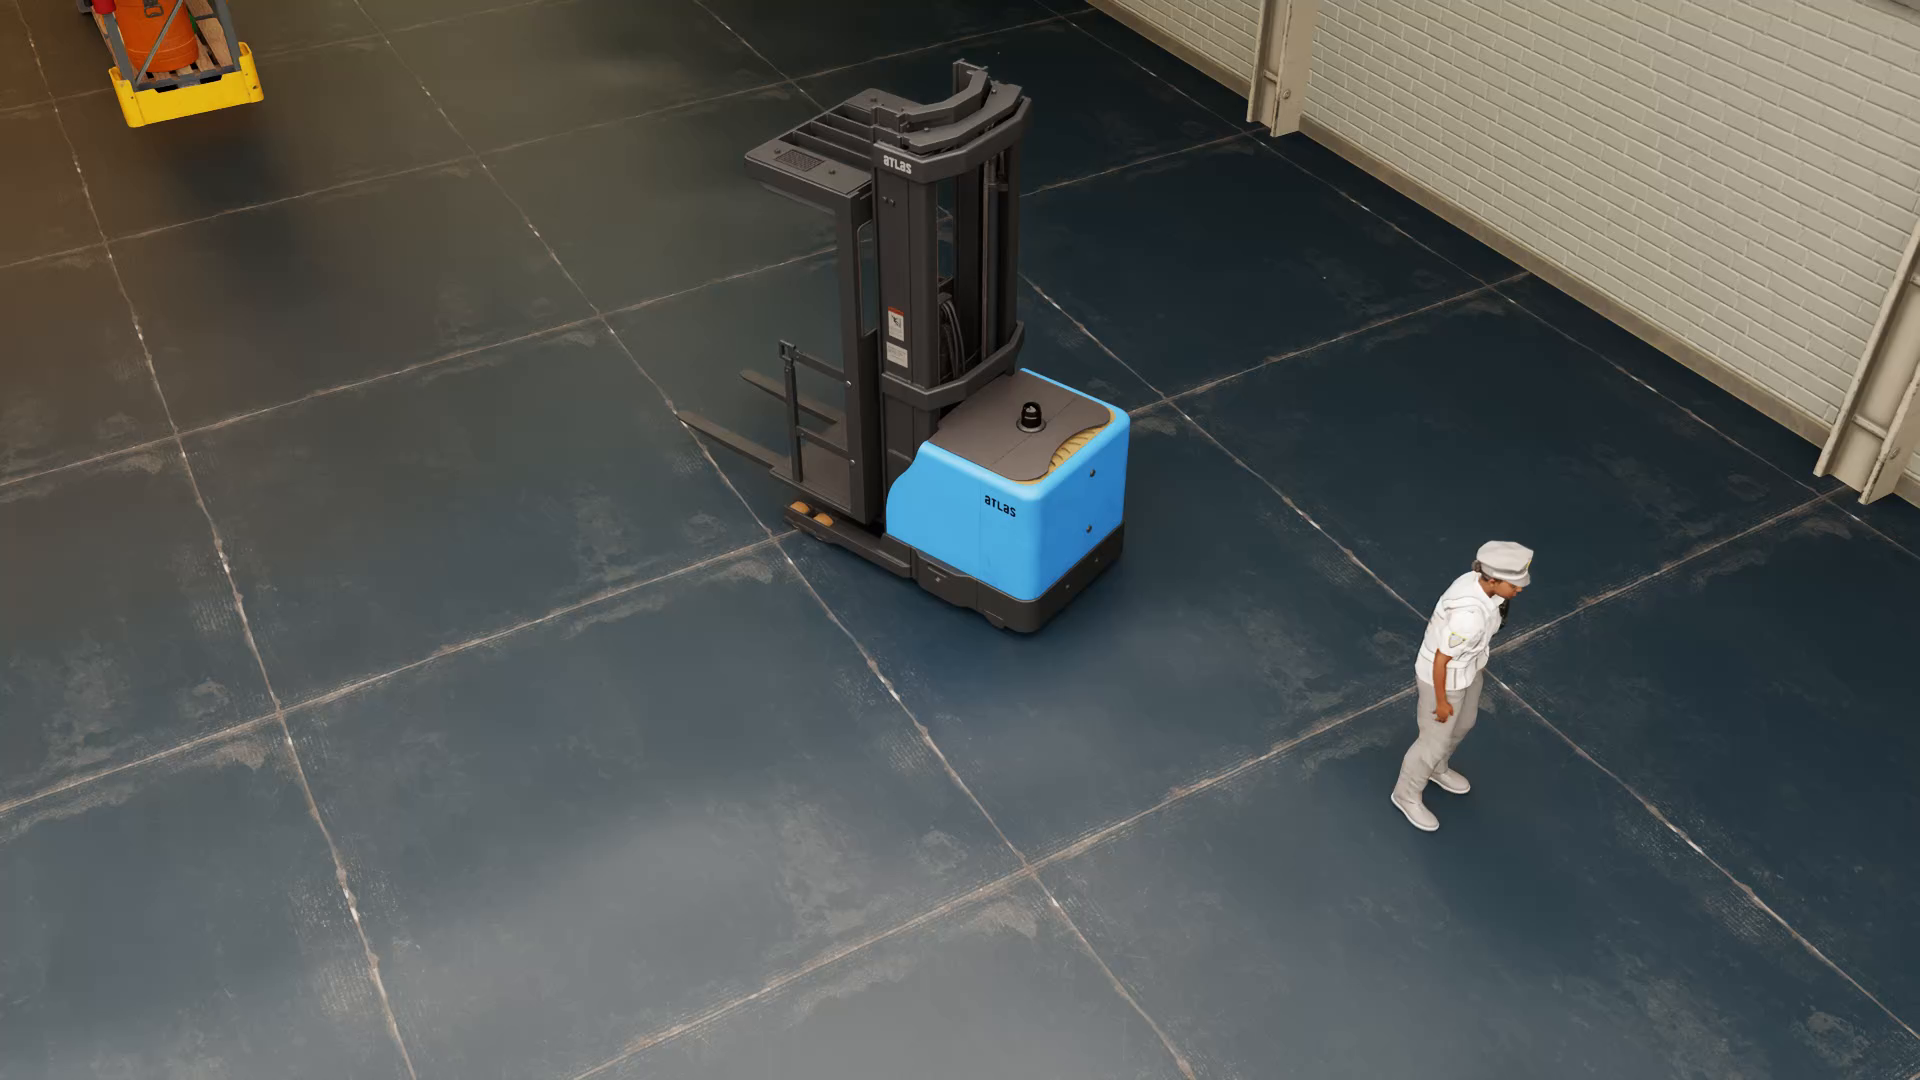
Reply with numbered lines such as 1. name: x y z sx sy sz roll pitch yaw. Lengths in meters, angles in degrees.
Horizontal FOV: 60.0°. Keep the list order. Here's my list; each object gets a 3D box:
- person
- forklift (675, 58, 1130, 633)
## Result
1. person: 2.453 0.683 8.212 0.398 1.657 0.530 27 47 28
2. forklift: -0.481 -1.366 9.683 3.031 2.935 1.130 26 46 28
